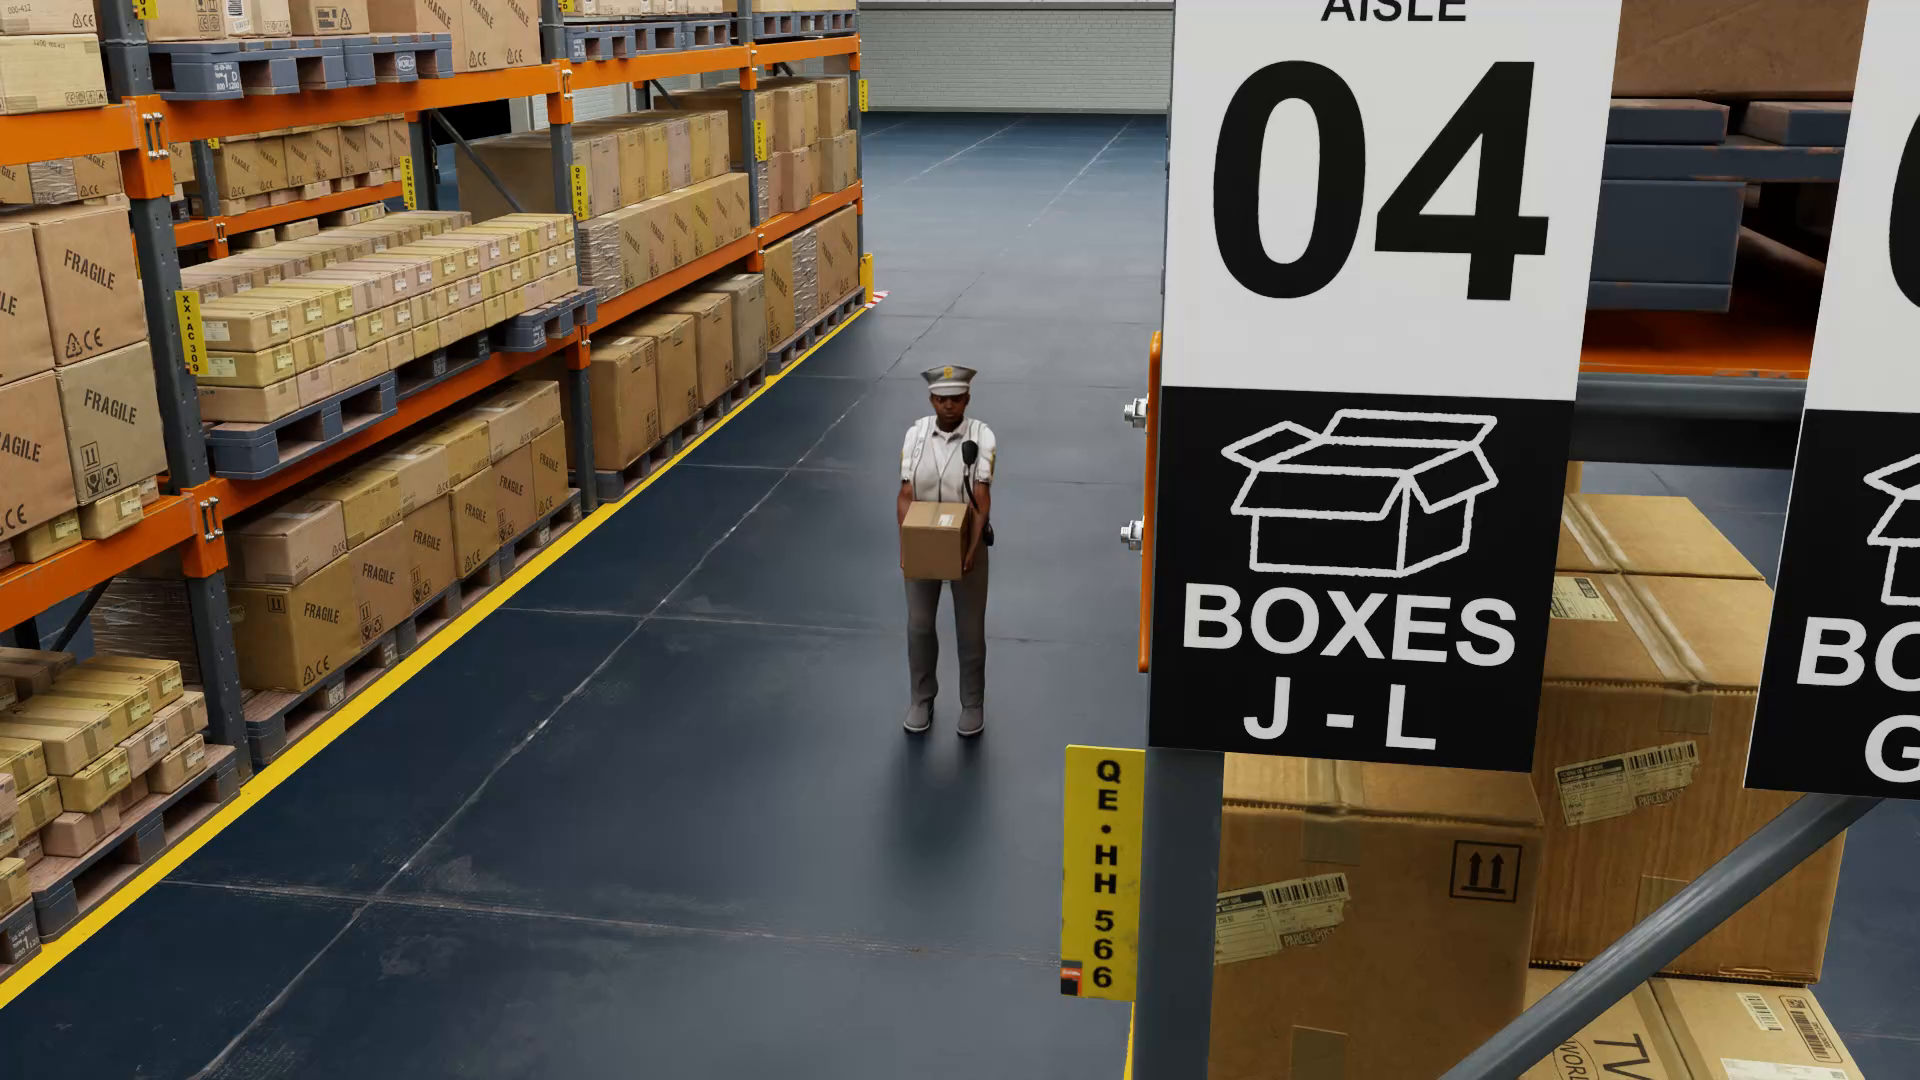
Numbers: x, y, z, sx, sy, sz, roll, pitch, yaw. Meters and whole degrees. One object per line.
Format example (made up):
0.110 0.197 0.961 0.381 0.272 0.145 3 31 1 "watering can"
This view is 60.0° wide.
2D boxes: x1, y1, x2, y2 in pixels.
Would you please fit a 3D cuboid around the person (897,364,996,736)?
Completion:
-0.065 0.061 7.336 0.423 1.691 0.523 3 18 8 "person"
